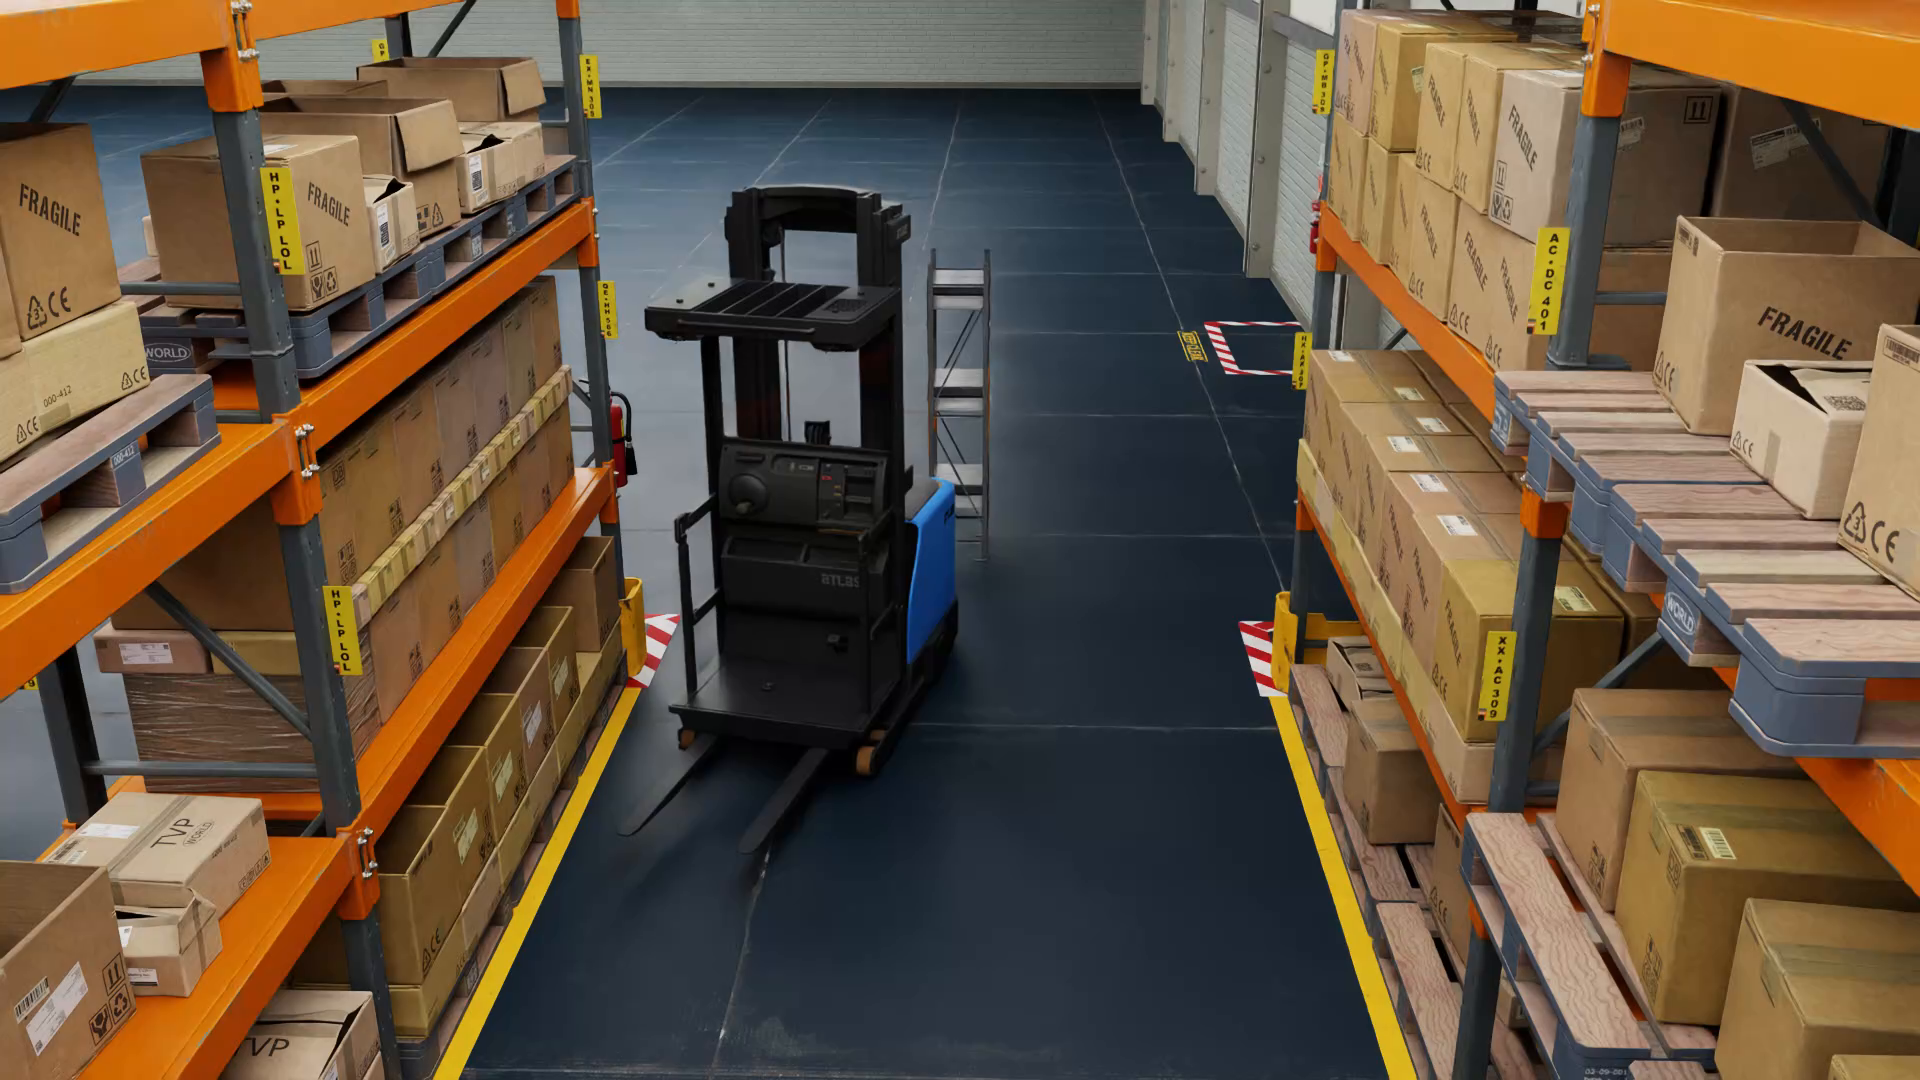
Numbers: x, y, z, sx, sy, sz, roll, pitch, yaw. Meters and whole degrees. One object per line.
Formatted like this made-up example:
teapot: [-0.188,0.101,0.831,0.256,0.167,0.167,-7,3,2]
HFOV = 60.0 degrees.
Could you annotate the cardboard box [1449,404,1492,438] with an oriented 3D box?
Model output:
cardboard box: [2.610,-0.333,7.885,0.500,0.500,0.500,0,21,0]

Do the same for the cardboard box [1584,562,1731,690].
cardboard box: [2.550,0.404,5.985,0.500,0.500,0.500,0,21,0]

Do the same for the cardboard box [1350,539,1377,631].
cardboard box: [2.076,0.202,7.541,0.500,0.250,0.500,1,21,2]

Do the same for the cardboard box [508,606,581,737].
cardboard box: [-2.237,0.656,8.375,0.500,0.500,0.500,1,21,2]

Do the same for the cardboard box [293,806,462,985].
cardboard box: [-2.297,1.379,6.511,0.500,0.500,0.500,1,21,2]

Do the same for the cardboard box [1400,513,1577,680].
cardboard box: [2.042,0.216,6.468,0.500,0.500,0.500,1,21,1]

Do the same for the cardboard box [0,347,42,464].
cardboard box: [-2.667,-0.296,4.125,0.500,0.250,0.500,-1,21,-4]

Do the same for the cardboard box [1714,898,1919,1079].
cardboard box: [2.265,1.233,3.959,0.700,0.500,0.500,4,21,9]

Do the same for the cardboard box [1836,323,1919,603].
cardboard box: [2.193,-0.138,3.372,0.500,0.500,0.500,0,21,0]

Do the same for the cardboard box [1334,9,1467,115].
cardboard box: [2.194,-2.370,8.295,0.500,0.500,0.500,-1,21,-2]

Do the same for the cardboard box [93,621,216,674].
cardboard box: [-2.830,0.357,5.926,0.380,0.149,0.250,1,21,2]

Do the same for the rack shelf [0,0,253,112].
rack shelf: [-2.685,-0.745,3.056,1.077,0.370,4.000,1,21,2]

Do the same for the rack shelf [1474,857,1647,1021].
rack shelf: [2.266,1.919,3.932,1.077,0.370,4.000,1,21,2]

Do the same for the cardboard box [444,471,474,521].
cardboard box: [-2.379,-0.197,7.355,0.380,0.149,0.250,0,21,1]

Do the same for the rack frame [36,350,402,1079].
rack frame: [-2.624,0.807,5.802,1.000,3.000,0.127,1,21,2]

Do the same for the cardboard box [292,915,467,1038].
cardboard box: [-2.307,1.729,6.647,0.500,0.250,0.500,1,21,2]

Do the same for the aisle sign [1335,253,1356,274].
aisle sign: [2.151,-1.827,8.998,0.394,0.787,0.004,1,21,2]

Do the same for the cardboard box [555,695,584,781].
cardboard box: [-2.240,1.006,8.511,0.500,0.250,0.500,1,21,2]

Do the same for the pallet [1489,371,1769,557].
pallet: [2.202,-0.229,4.584,1.213,0.211,1.003,1,21,2]

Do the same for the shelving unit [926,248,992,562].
shelving unit: [-0.005,-0.919,11.495,0.431,2.100,0.503,1,21,2]

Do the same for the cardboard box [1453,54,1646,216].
cardboard box: [2.078,-1.444,5.908,0.500,0.500,0.500,2,21,5]

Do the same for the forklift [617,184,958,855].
forklift: [-0.896,-0.269,8.670,1.130,2.935,3.031,6,22,14]

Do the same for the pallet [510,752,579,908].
pallet: [-2.524,1.378,8.186,1.003,0.211,1.213,1,21,2]

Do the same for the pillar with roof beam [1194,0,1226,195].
pillar with roof beam: [-0.463,-9.676,24.526,9.100,9.000,0.400,1,21,2]

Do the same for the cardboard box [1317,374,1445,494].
cardboard box: [2.109,-0.527,8.384,0.500,0.500,0.500,1,21,2]

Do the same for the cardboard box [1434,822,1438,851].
cardboard box: [2.396,1.406,7.591,0.380,0.149,0.250,-1,21,-3]

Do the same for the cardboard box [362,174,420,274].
cardboard box: [-2.329,-1.185,6.140,0.500,0.311,0.500,-1,21,-1]

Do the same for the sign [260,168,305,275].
sign: [-2.082,-0.977,5.103,0.100,0.325,0.005,1,21,2]

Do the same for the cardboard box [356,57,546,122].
cardboard box: [-2.524,-2.139,8.332,0.797,0.503,0.637,2,21,5]

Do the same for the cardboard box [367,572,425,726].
cardboard box: [-2.608,0.409,6.690,0.700,0.500,0.500,0,21,1]

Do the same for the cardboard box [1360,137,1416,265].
cardboard box: [2.125,-1.541,7.540,0.500,0.500,0.500,2,21,4]

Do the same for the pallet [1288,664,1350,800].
pallet: [2.386,1.035,9.070,1.003,0.211,1.213,1,21,2]

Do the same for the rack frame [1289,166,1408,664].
rack frame: [2.449,-0.586,9.393,1.000,3.000,0.127,1,21,2]

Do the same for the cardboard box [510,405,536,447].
cardboard box: [-2.348,-0.570,8.316,0.380,0.149,0.250,1,21,2]

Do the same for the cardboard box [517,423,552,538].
cardboard box: [-2.541,-0.327,8.587,0.700,0.500,0.500,1,21,3]

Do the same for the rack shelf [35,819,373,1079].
rack shelf: [-2.685,1.866,4.069,1.077,0.370,4.000,1,21,2]

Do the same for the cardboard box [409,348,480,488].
cardboard box: [-2.572,-0.549,7.366,0.700,0.500,0.500,1,21,2]

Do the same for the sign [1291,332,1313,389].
sign: [1.906,-0.996,9.251,0.100,0.325,0.005,1,21,2]

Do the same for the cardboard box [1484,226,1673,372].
cardboard box: [2.095,-0.780,5.581,0.500,0.500,0.500,1,21,3]

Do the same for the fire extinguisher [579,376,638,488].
fire extinguisher: [-2.035,-0.641,9.641,0.296,0.674,0.183,1,21,2]

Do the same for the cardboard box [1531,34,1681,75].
cardboard box: [2.631,-1.791,6.802,0.500,0.500,0.500,1,21,2]

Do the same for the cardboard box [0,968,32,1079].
cardboard box: [-2.695,1.409,4.111,0.500,0.500,0.500,1,21,2]

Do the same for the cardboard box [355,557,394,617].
cardboard box: [-2.409,0.179,6.386,0.380,0.149,0.250,0,21,0]

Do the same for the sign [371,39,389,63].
sign: [-3.057,-2.490,8.836,0.100,0.325,0.005,1,21,2]

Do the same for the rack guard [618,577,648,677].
rack guard: [-2.502,0.517,10.004,1.175,0.500,0.348,1,21,2]

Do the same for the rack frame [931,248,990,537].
rack frame: [0.002,-1.007,11.722,0.400,2.100,0.015,1,21,2]
